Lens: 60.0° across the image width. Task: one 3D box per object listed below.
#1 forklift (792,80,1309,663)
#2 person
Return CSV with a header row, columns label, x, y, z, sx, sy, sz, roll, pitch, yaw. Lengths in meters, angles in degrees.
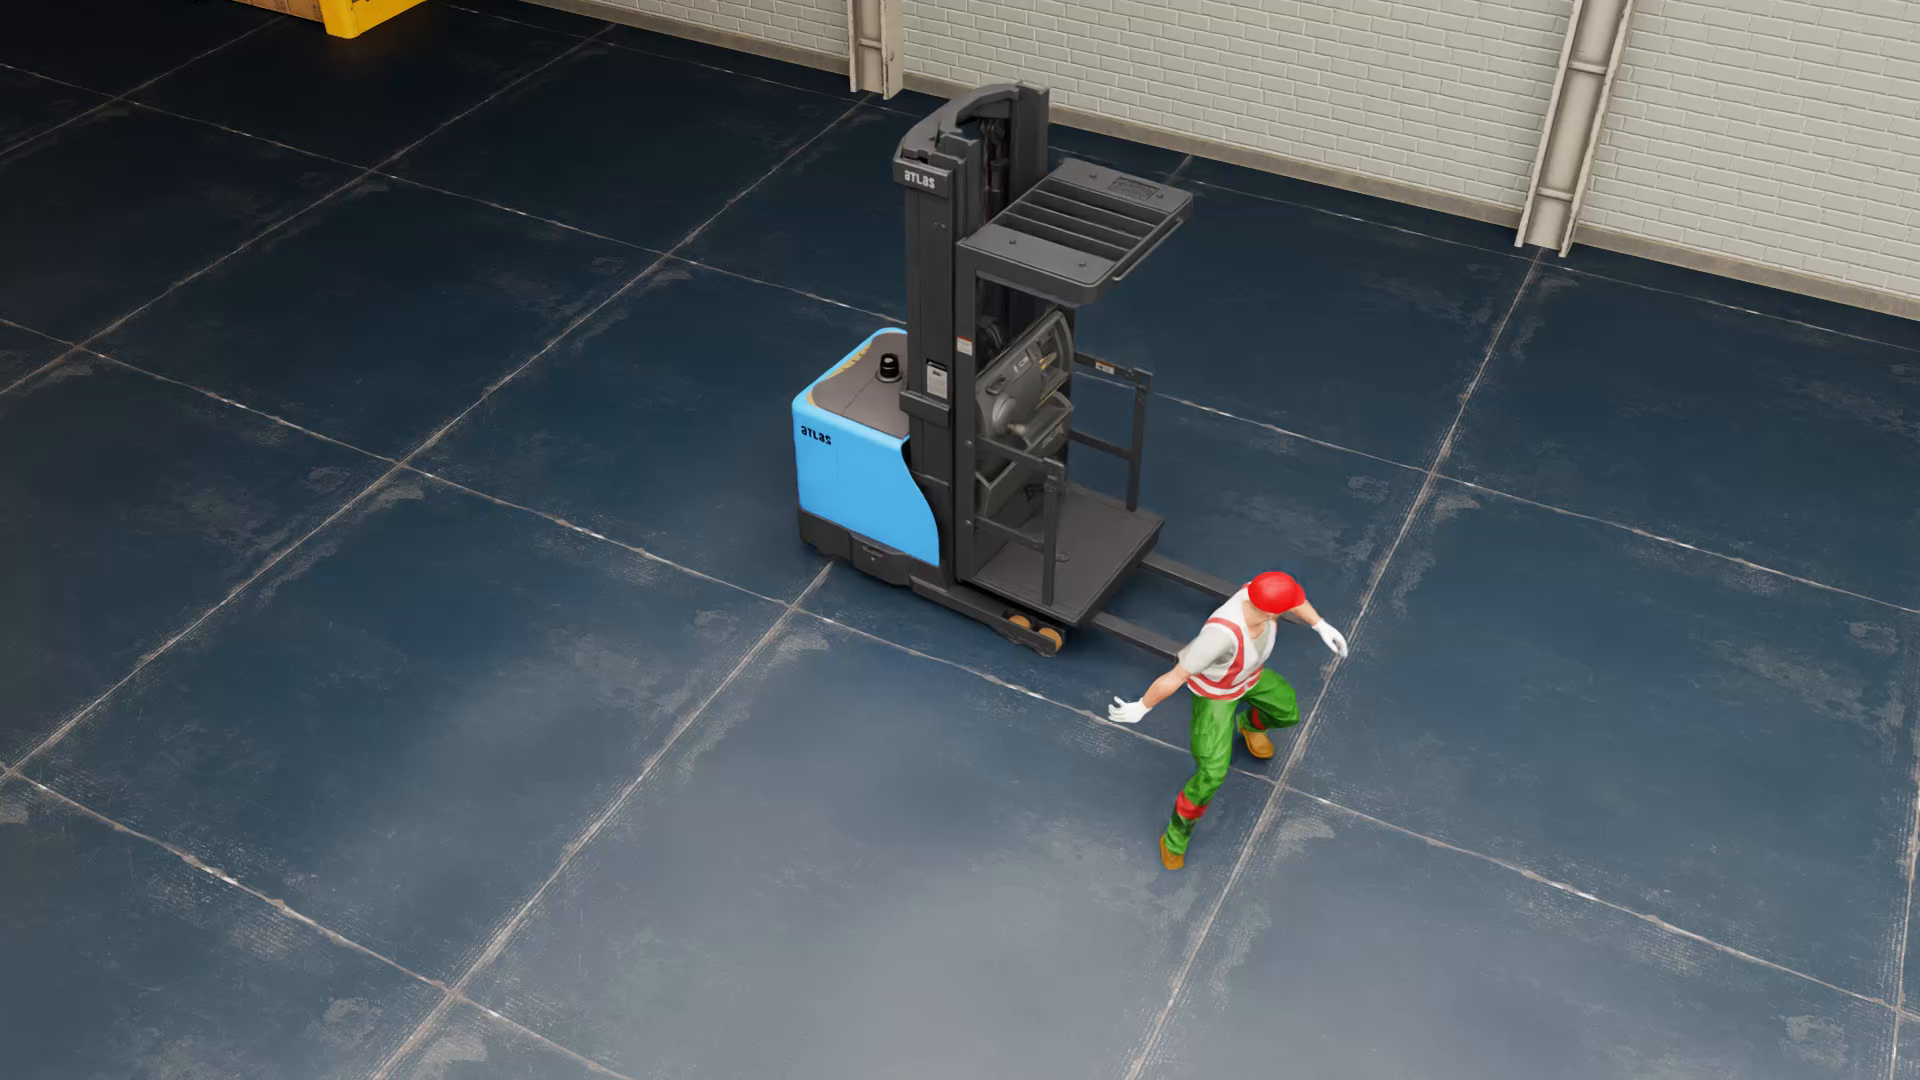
label,x,y,z,sx,sy,sz,roll,pitch,yaw
forklift,0.531,-0.850,8.996,3.031,2.935,1.130,22,45,24
person,1.312,0.782,8.169,1.128,1.732,0.579,-28,48,-29
